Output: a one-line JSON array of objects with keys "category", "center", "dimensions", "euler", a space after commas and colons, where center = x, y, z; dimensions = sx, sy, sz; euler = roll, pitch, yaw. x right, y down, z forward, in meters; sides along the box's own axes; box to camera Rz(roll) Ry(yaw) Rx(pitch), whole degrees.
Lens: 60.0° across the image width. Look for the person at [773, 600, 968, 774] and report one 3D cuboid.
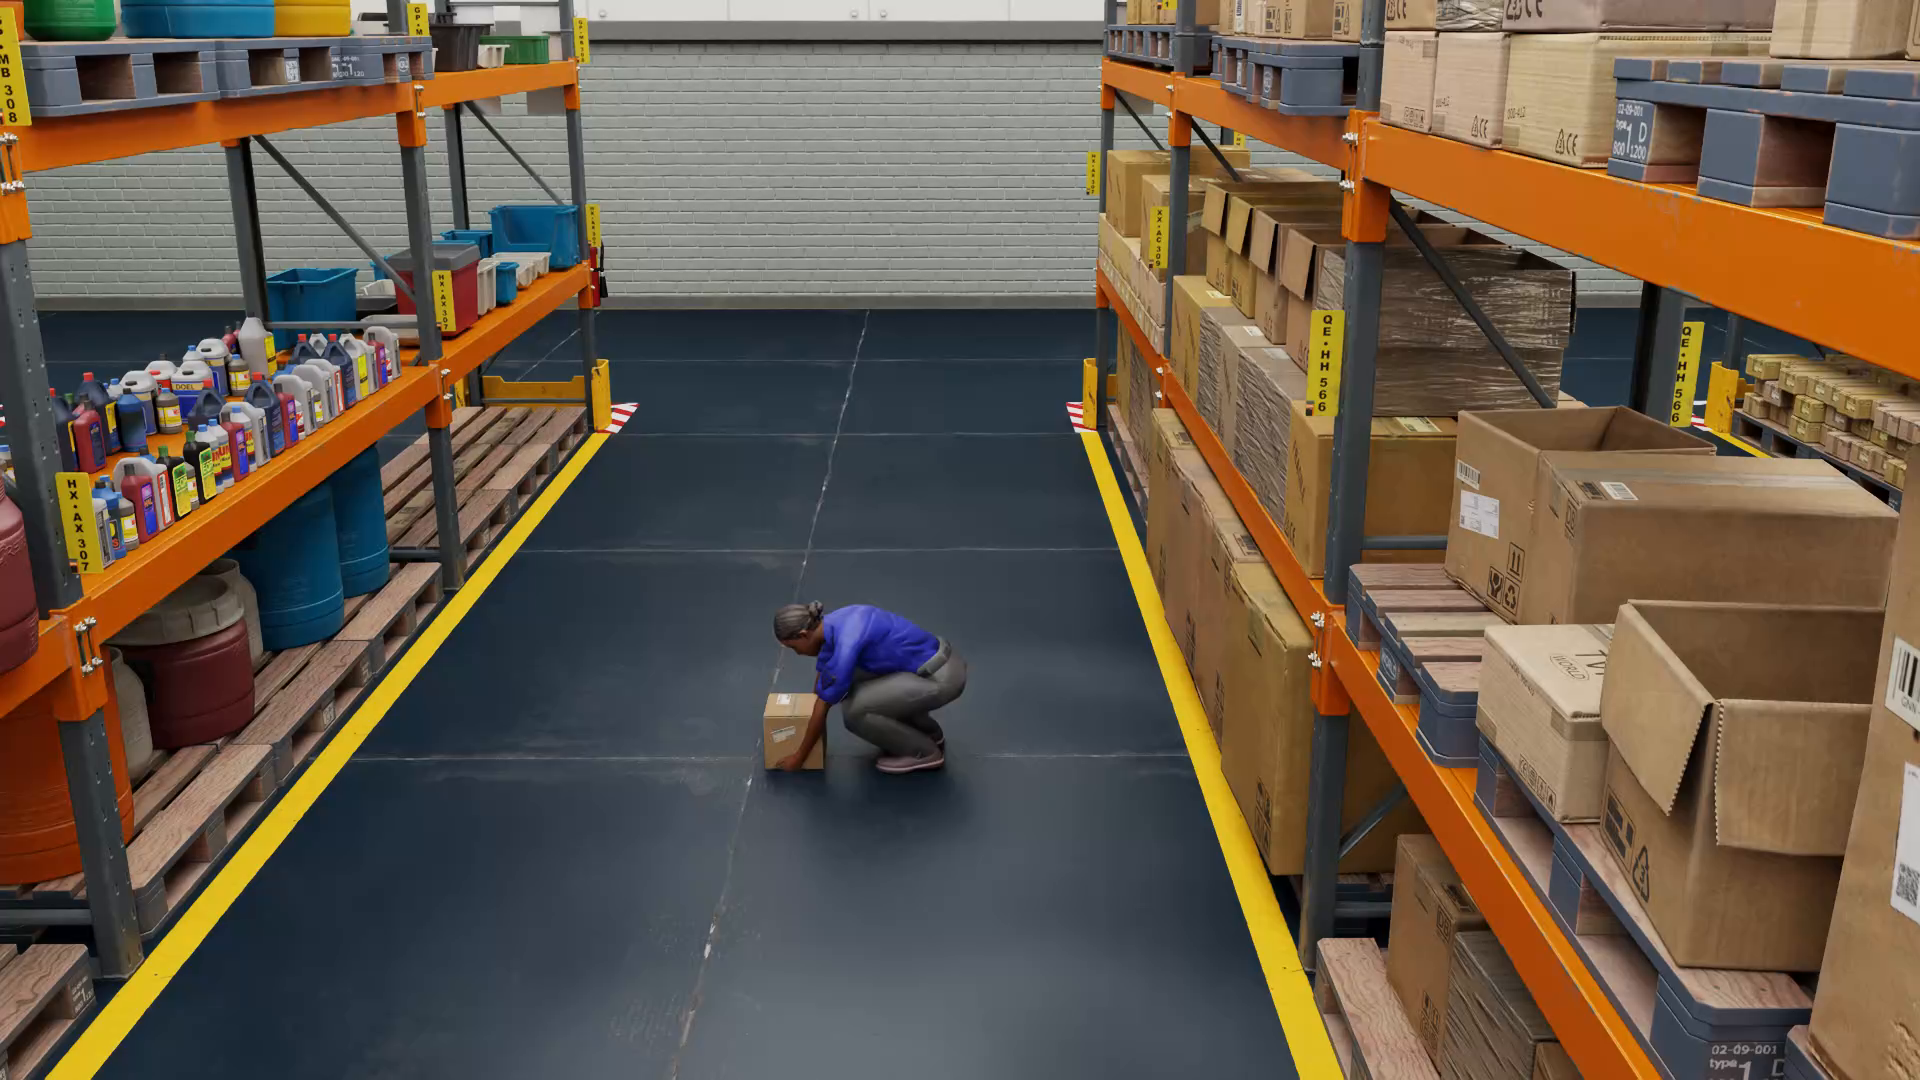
[{"category": "person", "center": [-0.384, 0.642, 7.188], "dimensions": [0.841, 0.785, 0.470], "euler": [0, 17, -1]}]
